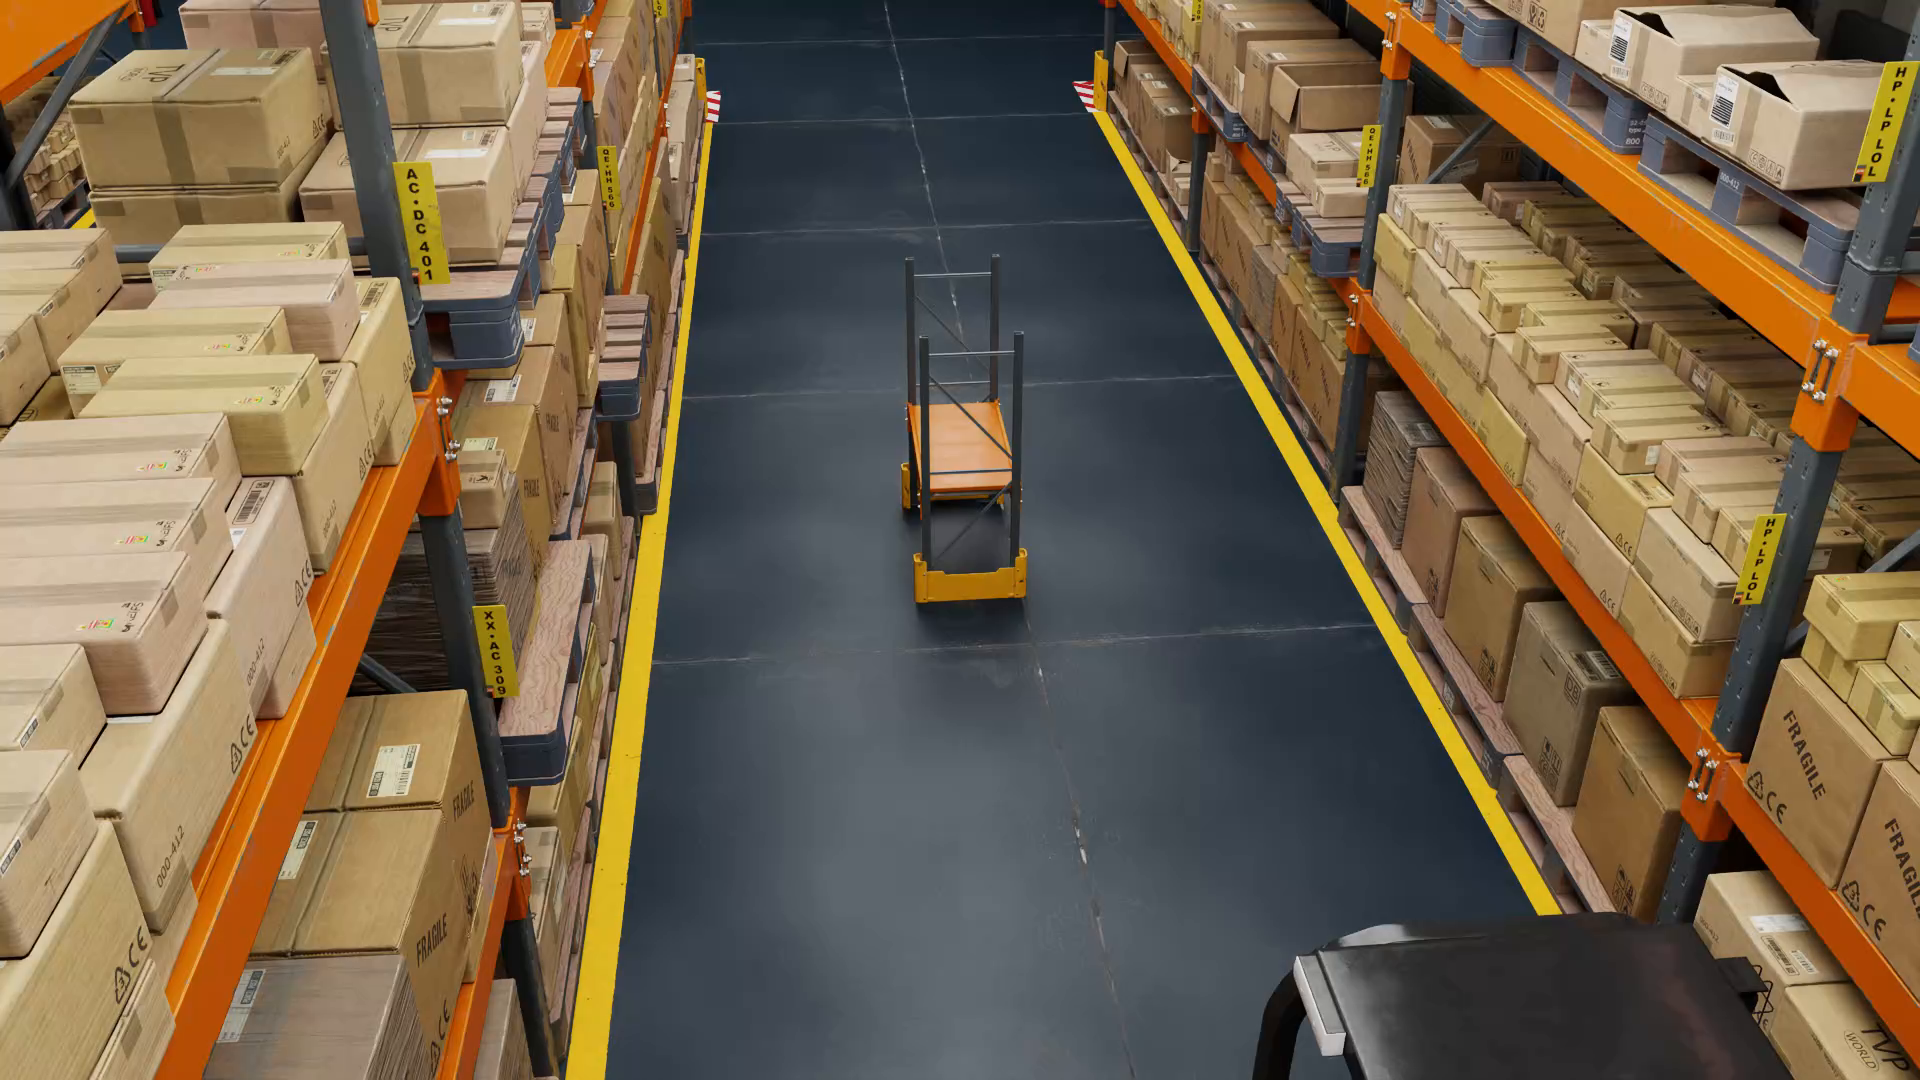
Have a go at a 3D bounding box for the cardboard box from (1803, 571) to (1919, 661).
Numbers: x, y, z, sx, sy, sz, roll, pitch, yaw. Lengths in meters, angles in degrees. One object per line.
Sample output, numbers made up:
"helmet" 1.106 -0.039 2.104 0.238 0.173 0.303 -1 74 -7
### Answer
"cardboard box" 2.761 0.222 4.933 0.380 0.149 0.250 -2 31 -4

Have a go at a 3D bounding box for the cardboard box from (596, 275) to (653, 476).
"cardboard box" -2.271 -0.933 9.549 0.875 0.875 0.875 -3 31 -5

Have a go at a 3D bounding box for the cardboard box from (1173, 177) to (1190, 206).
"cardboard box" 1.934 -2.817 13.411 0.380 0.149 0.250 -4 31 -6

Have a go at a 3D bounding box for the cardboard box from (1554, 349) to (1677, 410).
"cardboard box" 2.624 -0.642 6.669 0.380 0.149 0.250 -2 31 -4

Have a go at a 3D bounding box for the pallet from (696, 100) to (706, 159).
"pallet" -2.884 -3.791 15.391 1.003 0.211 1.213 -3 31 -5

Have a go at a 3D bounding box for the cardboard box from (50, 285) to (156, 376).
"cardboard box" -2.147 -0.379 3.891 0.500 0.250 0.500 -3 31 -6

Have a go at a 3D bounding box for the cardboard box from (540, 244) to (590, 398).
"cardboard box" -1.862 -0.919 7.067 0.500 0.500 0.500 -5 31 -8

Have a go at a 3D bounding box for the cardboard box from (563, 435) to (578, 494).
"cardboard box" -1.747 -0.302 6.667 0.380 0.149 0.250 -2 31 -3

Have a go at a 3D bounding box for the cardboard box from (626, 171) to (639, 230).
"cardboard box" -2.193 -2.035 9.878 0.500 0.250 0.500 -2 31 -3

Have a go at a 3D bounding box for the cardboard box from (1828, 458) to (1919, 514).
"cardboard box" 3.234 -0.156 5.856 0.380 0.149 0.250 -4 31 -6

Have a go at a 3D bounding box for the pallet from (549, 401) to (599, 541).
"pallet" -2.063 -0.217 6.875 1.003 0.211 1.213 -3 31 -5

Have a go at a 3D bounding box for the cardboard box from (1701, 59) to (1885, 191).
"cardboard box" 2.716 -1.336 5.217 0.500 0.311 0.500 -4 31 -6

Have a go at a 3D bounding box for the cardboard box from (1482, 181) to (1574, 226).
"cardboard box" 2.884 -1.713 8.462 0.380 0.149 0.250 -2 31 -3

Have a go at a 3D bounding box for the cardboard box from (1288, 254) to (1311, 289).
"cardboard box" 2.314 -1.712 10.587 0.380 0.149 0.250 -3 31 -5

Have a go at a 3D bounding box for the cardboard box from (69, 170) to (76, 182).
"cardboard box" -7.558 -3.010 13.735 0.380 0.149 0.250 -2 31 -3

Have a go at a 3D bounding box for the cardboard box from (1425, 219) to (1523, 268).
"cardboard box" 2.465 -1.426 7.982 0.380 0.149 0.250 -2 31 -3

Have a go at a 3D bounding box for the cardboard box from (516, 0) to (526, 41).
"cardboard box" -2.211 -2.154 6.909 0.700 0.500 0.500 -3 31 -5

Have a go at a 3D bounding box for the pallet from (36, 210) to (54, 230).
"pallet" -7.680 -2.206 12.737 1.003 0.211 1.213 -3 31 -5

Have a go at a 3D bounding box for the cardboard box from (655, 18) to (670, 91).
"cardboard box" -2.446 -3.645 12.330 0.500 0.500 0.500 -2 31 -3

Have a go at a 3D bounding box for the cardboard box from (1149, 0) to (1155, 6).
"cardboard box" 1.846 -4.675 14.008 0.500 0.250 0.500 -4 31 -6

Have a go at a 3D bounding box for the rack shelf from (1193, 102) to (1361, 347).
"rack shelf" 2.466 -2.260 10.810 1.077 0.370 4.000 -3 31 -5

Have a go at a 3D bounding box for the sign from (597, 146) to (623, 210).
"sign" -1.750 -1.802 8.290 0.100 0.325 0.005 -3 31 -5

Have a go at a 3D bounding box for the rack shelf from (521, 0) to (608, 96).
"rack shelf" -2.476 -3.308 9.640 1.077 0.370 4.000 -3 31 -5

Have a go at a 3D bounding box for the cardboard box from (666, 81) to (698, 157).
"cardboard box" -2.781 -3.674 14.565 0.875 0.438 0.875 -2 31 -3

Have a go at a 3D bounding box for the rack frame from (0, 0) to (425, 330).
"rack frame" -1.915 -1.841 3.557 1.000 3.000 0.127 -3 31 -5

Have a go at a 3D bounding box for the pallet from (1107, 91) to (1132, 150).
"pallet" 1.988 -3.989 15.723 1.003 0.211 1.213 -3 31 -5

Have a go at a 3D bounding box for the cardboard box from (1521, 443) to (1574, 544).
"cardboard box" 2.650 -0.197 6.802 0.500 0.250 0.500 -3 31 -4

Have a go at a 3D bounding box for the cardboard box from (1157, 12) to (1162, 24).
"cardboard box" 1.871 -4.422 13.972 0.380 0.149 0.250 -3 31 -5

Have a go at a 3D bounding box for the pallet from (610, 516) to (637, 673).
"pallet" -2.218 0.288 8.562 1.003 0.211 1.213 -3 31 -5

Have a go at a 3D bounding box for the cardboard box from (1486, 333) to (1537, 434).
"cardboard box" 2.600 -0.676 7.116 0.500 0.250 0.500 -2 31 -4

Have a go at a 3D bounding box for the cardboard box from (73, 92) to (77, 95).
"cardboard box" -7.537 -3.800 14.478 0.380 0.149 0.250 -3 31 -6

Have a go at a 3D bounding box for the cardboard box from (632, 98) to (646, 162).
"cardboard box" -2.206 -2.507 10.182 0.500 0.250 0.500 -2 31 -4

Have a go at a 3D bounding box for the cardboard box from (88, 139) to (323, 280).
"cardboard box" -2.114 -0.961 4.745 0.500 0.250 0.500 -3 31 -6

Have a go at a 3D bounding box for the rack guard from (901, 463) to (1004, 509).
"rack guard" -0.039 -0.323 9.546 0.587 0.250 0.087 -3 31 -5

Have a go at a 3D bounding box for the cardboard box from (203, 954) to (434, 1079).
"cardboard box" -1.518 1.306 3.752 0.500 0.500 0.500 -2 31 -3

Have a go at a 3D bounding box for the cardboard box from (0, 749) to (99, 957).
"cardboard box" -1.384 0.413 2.175 0.380 0.149 0.250 -2 31 -3

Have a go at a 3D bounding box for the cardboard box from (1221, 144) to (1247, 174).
"cardboard box" 2.119 -2.777 12.080 0.380 0.149 0.250 -4 31 -7

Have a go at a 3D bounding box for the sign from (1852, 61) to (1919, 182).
"sign" 2.487 -1.119 4.463 0.100 0.325 0.005 -3 31 -5

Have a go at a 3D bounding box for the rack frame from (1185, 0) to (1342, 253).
"rack frame" 2.279 -3.590 12.335 1.000 3.000 0.127 -3 31 -5

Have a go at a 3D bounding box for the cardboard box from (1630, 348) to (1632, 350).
"cardboard box" 3.104 -0.708 7.169 0.500 0.250 0.500 -3 31 -6

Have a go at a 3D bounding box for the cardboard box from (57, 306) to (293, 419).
"cardboard box" -1.633 -0.371 3.487 0.380 0.149 0.250 -2 31 -3

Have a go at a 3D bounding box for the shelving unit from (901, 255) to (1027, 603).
"shelving unit" 0.007 -0.605 8.800 0.587 1.500 1.083 -3 31 -5

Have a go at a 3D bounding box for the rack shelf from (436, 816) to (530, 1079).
"rack shelf" -1.729 2.064 3.571 1.077 0.370 4.000 -3 31 -5

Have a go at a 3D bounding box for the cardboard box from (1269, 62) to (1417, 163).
"cardboard box" 2.316 -2.597 10.162 0.797 0.503 0.637 -3 31 -6

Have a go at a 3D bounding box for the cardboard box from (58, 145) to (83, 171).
"cardboard box" -7.452 -3.132 13.649 0.380 0.149 0.250 -2 31 -4

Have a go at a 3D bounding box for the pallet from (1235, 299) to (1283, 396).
"pallet" 2.510 -1.355 11.313 1.003 0.211 1.213 -3 31 -5

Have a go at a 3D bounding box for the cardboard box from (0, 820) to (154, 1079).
"cardboard box" -1.434 0.635 2.192 0.500 0.250 0.500 -2 31 -3

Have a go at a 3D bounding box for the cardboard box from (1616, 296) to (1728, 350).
"cardboard box" 3.047 -0.930 7.152 0.380 0.149 0.250 -2 31 -3

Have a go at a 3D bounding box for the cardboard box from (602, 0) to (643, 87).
"cardboard box" -2.288 -3.083 10.414 0.500 0.500 0.500 -2 31 -3

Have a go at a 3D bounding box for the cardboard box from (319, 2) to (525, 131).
"cardboard box" -1.628 -1.456 5.086 0.500 0.250 0.500 -3 31 -6

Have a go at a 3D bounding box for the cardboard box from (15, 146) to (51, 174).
"cardboard box" -7.437 -2.995 13.130 0.380 0.149 0.250 -2 31 -4

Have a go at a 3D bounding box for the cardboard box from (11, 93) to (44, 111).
"cardboard box" -8.203 -3.762 14.414 0.380 0.149 0.250 -3 31 -5

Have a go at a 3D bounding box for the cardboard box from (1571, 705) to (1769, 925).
"cardboard box" 2.966 1.068 6.444 0.875 0.625 0.625 -1 31 -2

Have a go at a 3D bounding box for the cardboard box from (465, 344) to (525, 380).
"cardboard box" -1.811 -0.702 6.071 0.380 0.149 0.250 -1 31 -2

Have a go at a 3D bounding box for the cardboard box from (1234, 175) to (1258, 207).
"cardboard box" 2.186 -2.512 11.925 0.380 0.149 0.250 -4 31 -7

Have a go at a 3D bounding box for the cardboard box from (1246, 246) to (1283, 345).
"cardboard box" 2.244 -1.648 11.112 0.500 0.500 0.500 -4 31 -6
